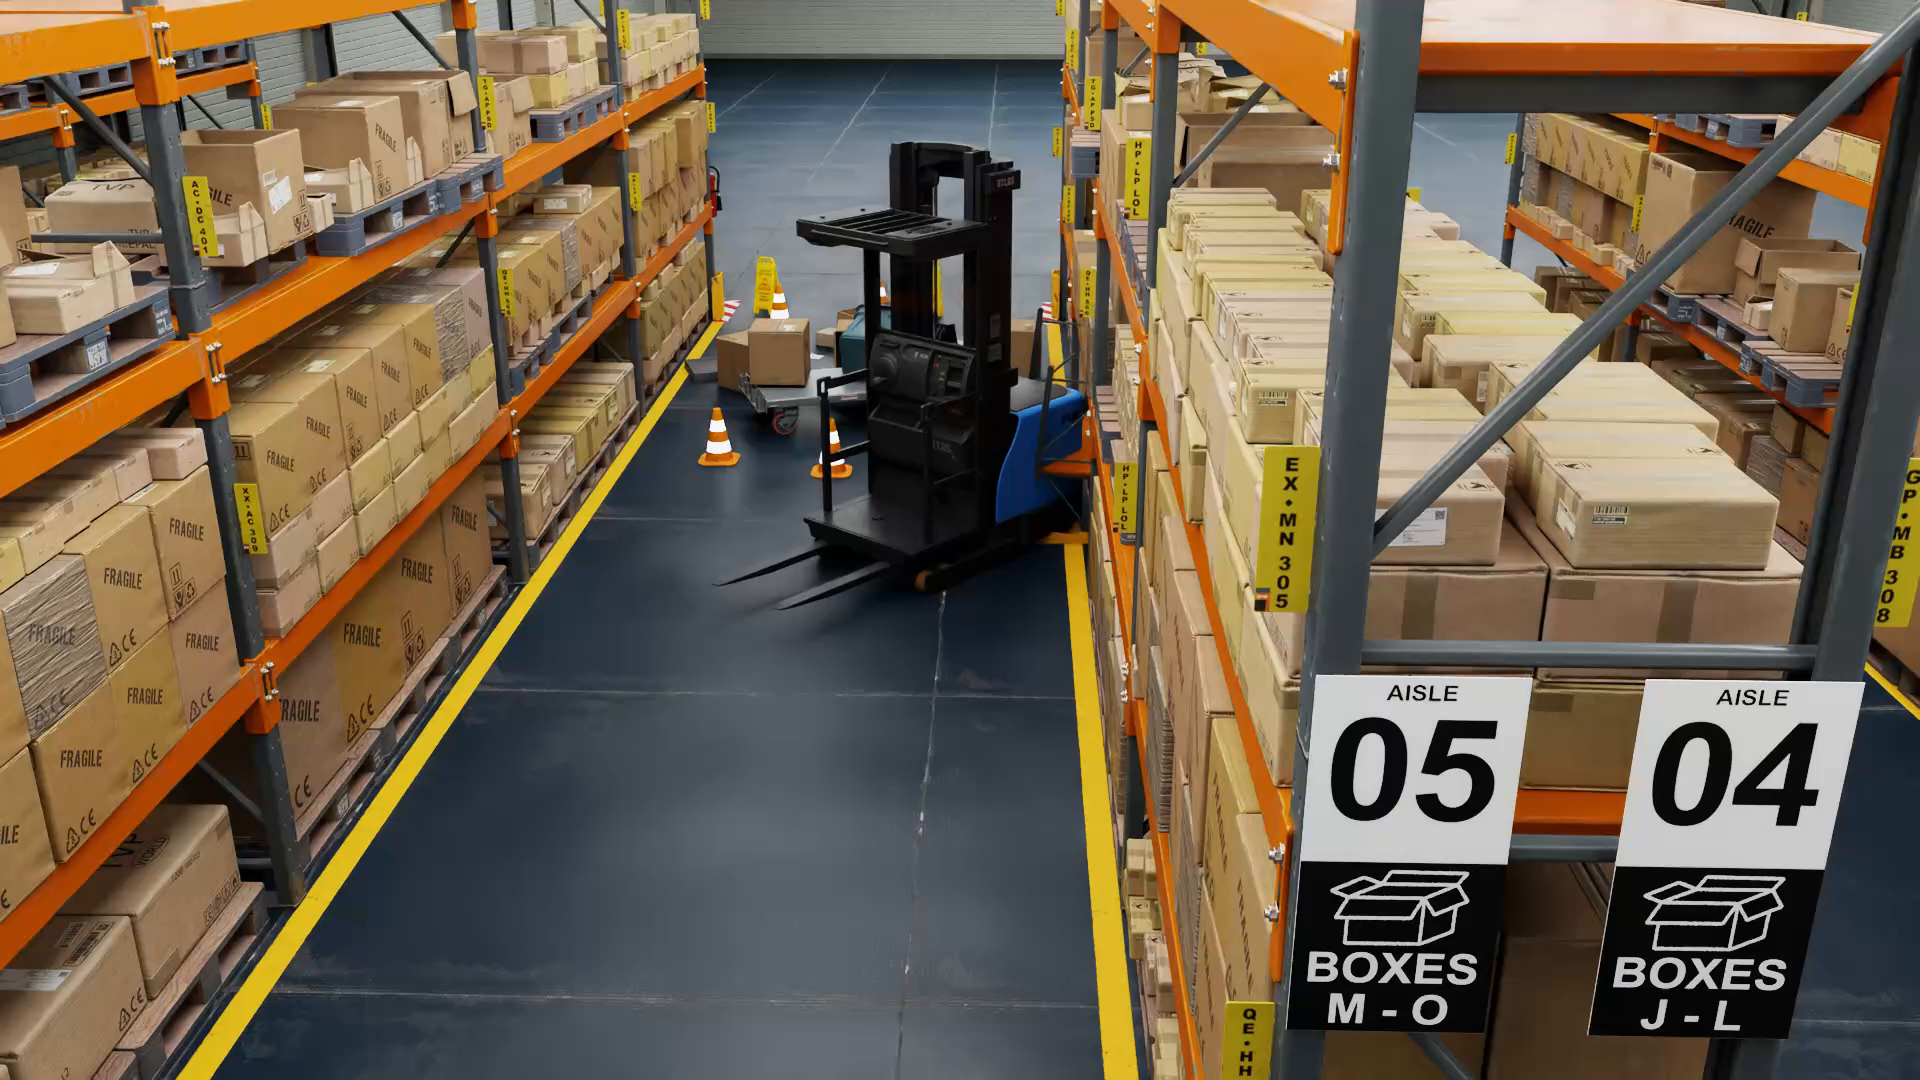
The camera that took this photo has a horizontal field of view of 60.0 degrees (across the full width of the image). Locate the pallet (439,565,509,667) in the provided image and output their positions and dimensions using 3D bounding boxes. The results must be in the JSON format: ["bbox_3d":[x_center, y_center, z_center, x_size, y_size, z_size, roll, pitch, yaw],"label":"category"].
[{"bbox_3d":[-3.653,0.481,10.997,1.003,0.211,1.213,1,21,2],"label":"pallet"}]

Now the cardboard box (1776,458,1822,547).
[{"bbox_3d":[6.353,-0.276,11.942,0.700,0.500,0.500,0,21,-1],"label":"cardboard box"}]

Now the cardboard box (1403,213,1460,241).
[{"bbox_3d":[1.576,-1.086,5.999,0.380,0.149,0.250,1,21,2],"label":"cardboard box"}]

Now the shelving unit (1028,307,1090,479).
[{"bbox_3d":[0.780,-0.855,12.609,0.500,1.500,0.985,4,31,-5],"label":"shelving unit"}]

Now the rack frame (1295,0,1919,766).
[{"bbox_3d":[1.154,-0.990,2.639,1.000,3.000,0.127,1,21,2],"label":"rack frame"}]

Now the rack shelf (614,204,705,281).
[{"bbox_3d":[-3.371,-3.028,16.911,0.919,0.124,3.809,1,21,2],"label":"rack shelf"}]

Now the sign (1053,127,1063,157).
[{"bbox_3d":[1.086,-4.427,18.484,0.100,0.325,0.005,1,21,2],"label":"sign"}]

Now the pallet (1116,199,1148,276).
[{"bbox_3d":[1.430,-1.547,8.482,1.213,0.211,1.003,1,21,2],"label":"pallet"}]

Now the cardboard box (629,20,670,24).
[{"bbox_3d":[-3.135,-5.158,16.775,0.380,0.149,0.250,1,21,2],"label":"cardboard box"}]

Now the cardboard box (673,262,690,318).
[{"bbox_3d":[-3.109,-2.596,17.255,0.500,0.500,0.500,0,21,0],"label":"cardboard box"}]

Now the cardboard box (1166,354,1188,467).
[{"bbox_3d":[0.956,-0.434,5.561,0.500,0.250,0.500,2,21,4],"label":"cardboard box"}]

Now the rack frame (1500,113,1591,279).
[{"bbox_3d":[6.595,-3.887,18.399,1.000,3.000,0.127,1,21,2],"label":"rack frame"}]

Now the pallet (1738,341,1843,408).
[{"bbox_3d":[6.267,-1.164,11.646,1.213,0.211,1.003,1,21,2],"label":"pallet"}]

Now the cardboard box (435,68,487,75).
[{"bbox_3d":[-3.858,-3.501,12.886,0.500,0.250,0.500,0,21,1],"label":"cardboard box"}]

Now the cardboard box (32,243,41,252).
[{"bbox_3d":[-8.161,-2.399,14.082,0.500,0.250,0.500,0,21,0],"label":"cardboard box"}]

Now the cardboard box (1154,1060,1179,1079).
[{"bbox_3d":[0.909,2.040,6.073,0.380,0.149,0.250,1,21,2],"label":"cardboard box"}]

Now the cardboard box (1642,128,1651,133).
[{"bbox_3d":[6.771,-3.613,15.763,0.500,0.500,0.500,1,21,2],"label":"cardboard box"}]

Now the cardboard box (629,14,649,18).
[{"bbox_3d":[-3.525,-5.522,17.713,0.380,0.149,0.250,0,21,1],"label":"cardboard box"}]

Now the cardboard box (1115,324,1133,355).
[{"bbox_3d":[1.190,-1.275,10.612,0.380,0.149,0.250,1,21,2],"label":"cardboard box"}]

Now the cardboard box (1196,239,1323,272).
[{"bbox_3d":[0.991,-0.907,5.539,0.380,0.149,0.250,0,21,0],"label":"cardboard box"}]

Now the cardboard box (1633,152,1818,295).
[{"bbox_3d":[6.383,-2.646,14.081,1.134,1.210,1.638,1,21,2],"label":"cardboard box"}]

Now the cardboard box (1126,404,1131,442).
[{"bbox_3d":[1.144,-0.664,9.450,0.380,0.149,0.250,0,21,1],"label":"cardboard box"}]

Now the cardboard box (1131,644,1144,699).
[{"bbox_3d":[0.940,0.577,7.242,0.380,0.149,0.250,1,21,4],"label":"cardboard box"}]

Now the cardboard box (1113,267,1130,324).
[{"bbox_3d":[1.421,-1.760,11.398,0.700,0.500,0.500,1,21,1],"label":"cardboard box"}]

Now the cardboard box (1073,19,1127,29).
[{"bbox_3d":[1.293,-4.605,15.180,0.500,0.250,0.500,1,21,1],"label":"cardboard box"}]

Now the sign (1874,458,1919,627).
[{"bbox_3d":[1.697,0.007,3.008,0.100,0.325,0.005,1,21,2],"label":"sign"}]

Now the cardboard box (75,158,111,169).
[{"bbox_3d":[-8.614,-3.672,16.399,0.380,0.149,0.250,0,21,1],"label":"cardboard box"}]

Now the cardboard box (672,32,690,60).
[{"bbox_3d":[-3.086,-5.093,17.158,0.500,0.250,0.500,0,21,1],"label":"cardboard box"}]

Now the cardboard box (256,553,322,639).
[{"bbox_3d":[-3.398,0.257,7.928,0.500,0.250,0.500,0,21,0],"label":"cardboard box"}]

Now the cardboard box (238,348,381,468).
[{"bbox_3d":[-3.369,-0.691,8.643,0.500,0.500,0.500,0,21,0],"label":"cardboard box"}]

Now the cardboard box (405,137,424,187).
[{"bbox_3d":[-3.245,-2.133,9.338,0.396,0.266,0.258,0,21,0],"label":"cardboard box"}]

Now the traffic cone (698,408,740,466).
[{"bbox_3d":[-2.070,-0.903,14.216,0.336,0.463,0.334,1,21,2],"label":"traffic cone"}]

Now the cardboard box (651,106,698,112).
[{"bbox_3d":[-3.130,-4.277,17.474,0.700,0.500,0.500,1,21,2],"label":"cardboard box"}]

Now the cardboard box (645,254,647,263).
[{"bbox_3d":[-3.146,-2.635,15.519,0.380,0.149,0.250,1,21,3],"label":"cardboard box"}]

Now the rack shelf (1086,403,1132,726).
[{"bbox_3d":[1.337,-0.027,9.446,1.077,0.370,4.000,1,21,2],"label":"rack shelf"}]

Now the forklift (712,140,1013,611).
[{"bbox_3d":[-0.527,-1.402,12.091,2.033,2.935,3.733,18,27,38],"label":"forklift"}]

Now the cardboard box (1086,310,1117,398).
[{"bbox_3d":[1.143,-1.298,11.588,0.500,0.500,0.500,1,21,2],"label":"cardboard box"}]

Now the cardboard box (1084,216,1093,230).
[{"bbox_3d":[1.518,-2.735,15.224,0.875,0.550,0.550,1,21,2],"label":"cardboard box"}]

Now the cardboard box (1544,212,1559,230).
[{"bbox_3d":[6.298,-3.308,17.254,0.380,0.149,0.250,1,21,2],"label":"cardboard box"}]

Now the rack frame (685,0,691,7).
[{"bbox_3d":[-3.313,-6.793,17.595,0.949,2.616,0.053,1,21,2],"label":"rack frame"}]

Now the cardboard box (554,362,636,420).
[{"bbox_3d":[-3.445,-1.330,14.863,0.950,0.372,0.625,1,21,2],"label":"cardboard box"}]

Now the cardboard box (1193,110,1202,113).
[{"bbox_3d":[1.634,-2.321,10.079,0.500,0.500,0.500,1,21,2],"label":"cardboard box"}]

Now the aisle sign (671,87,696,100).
[{"bbox_3d":[-3.018,-5.227,18.259,0.394,0.787,0.004,1,21,2],"label":"aisle sign"}]

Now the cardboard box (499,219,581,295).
[{"bbox_3d":[-3.267,-2.206,12.937,0.500,0.500,0.500,0,21,0],"label":"cardboard box"}]

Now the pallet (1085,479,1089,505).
[{"bbox_3d":[1.537,-0.509,13.550,1.003,0.211,1.213,1,21,2],"label":"pallet"}]

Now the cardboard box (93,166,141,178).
[{"bbox_3d":[-8.060,-3.482,15.911,0.380,0.149,0.250,1,21,3],"label":"cardboard box"}]

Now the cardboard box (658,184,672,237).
[{"bbox_3d":[-3.119,-3.254,16.219,0.500,0.500,0.500,0,21,1],"label":"cardboard box"}]

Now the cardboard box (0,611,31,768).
[{"bbox_3d":[-3.466,0.553,5.437,0.500,0.500,0.500,1,21,2],"label":"cardboard box"}]

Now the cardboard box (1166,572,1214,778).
[{"bbox_3d":[0.955,0.425,5.355,0.500,0.500,0.500,0,21,0],"label":"cardboard box"}]

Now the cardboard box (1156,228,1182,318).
[{"bbox_3d":[1.021,-1.029,6.404,0.500,0.250,0.500,1,21,3],"label":"cardboard box"}]

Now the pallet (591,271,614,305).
[{"bbox_3d":[-3.600,-2.185,14.279,1.003,0.211,1.213,1,21,2],"label":"pallet"}]

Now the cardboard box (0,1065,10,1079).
[{"bbox_3d":[-3.857,2.217,5.629,0.875,0.438,0.875,1,21,3],"label":"cardboard box"}]
